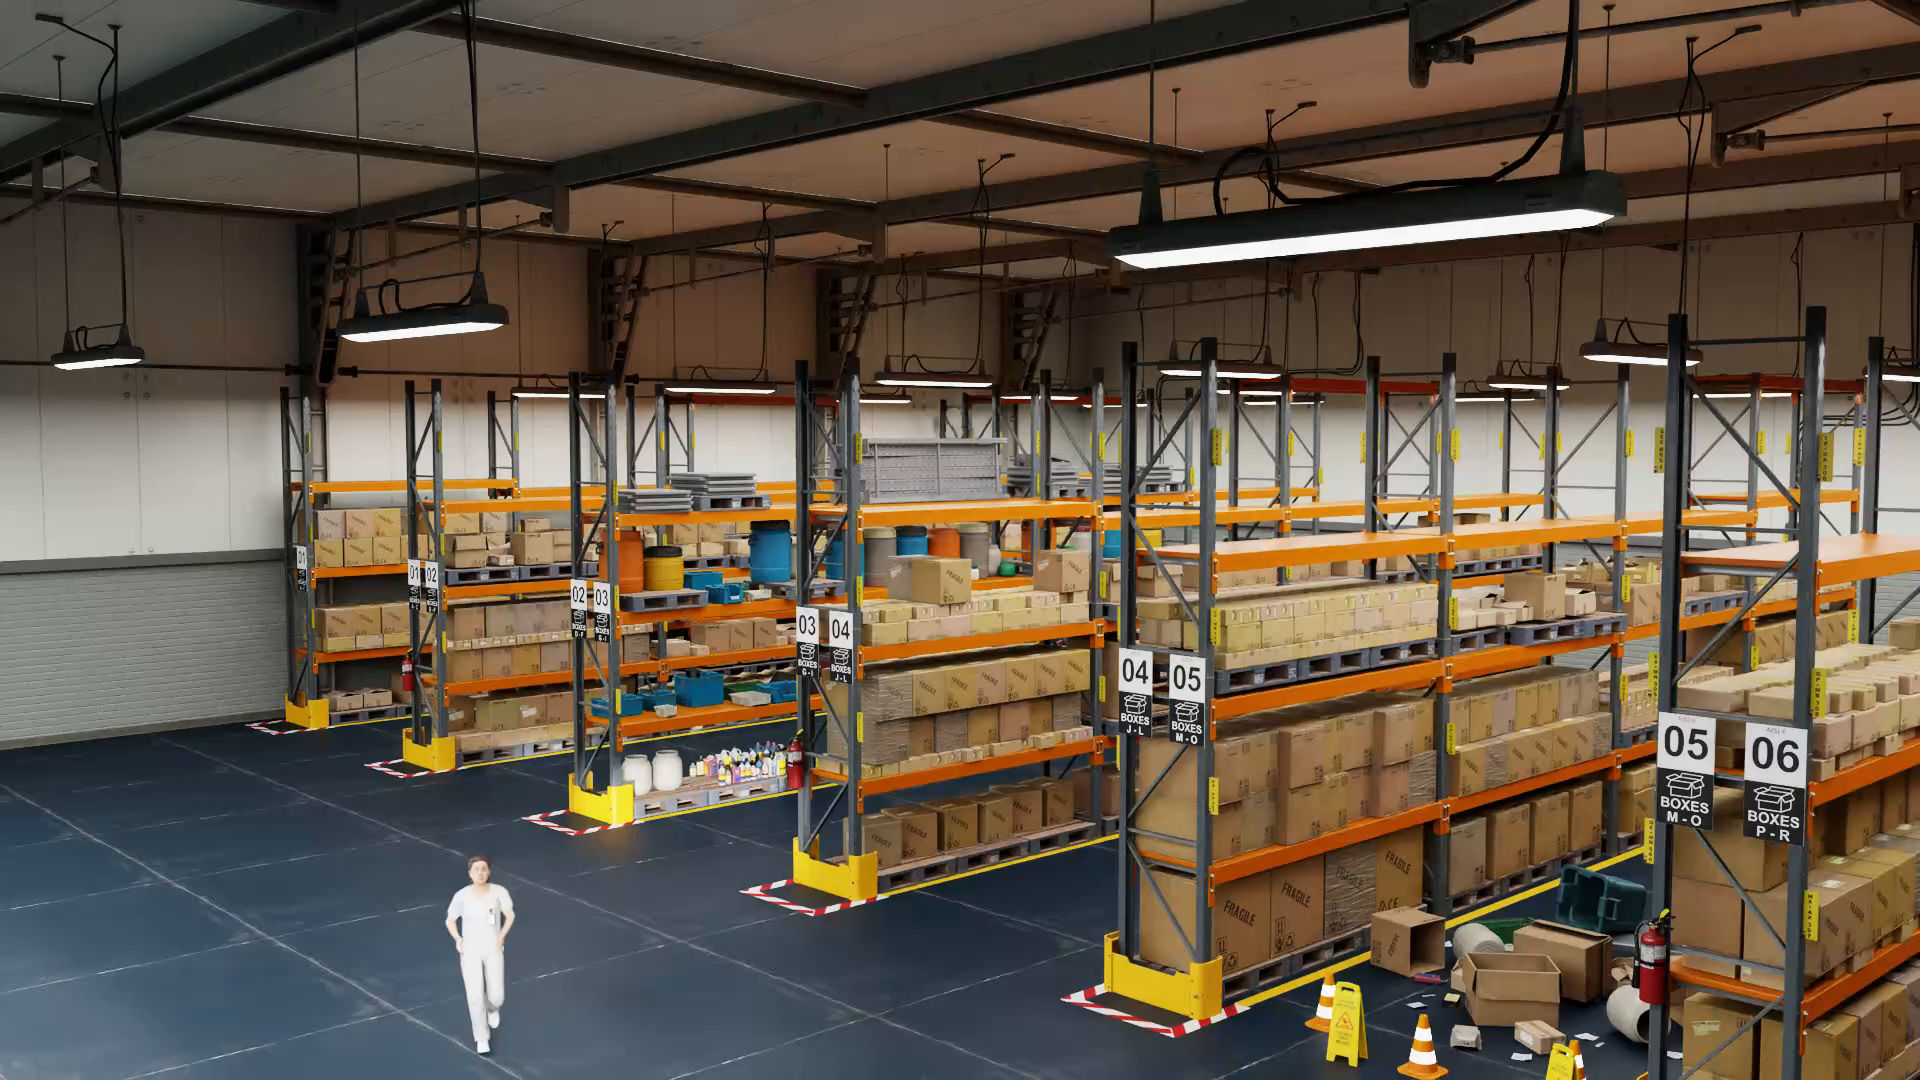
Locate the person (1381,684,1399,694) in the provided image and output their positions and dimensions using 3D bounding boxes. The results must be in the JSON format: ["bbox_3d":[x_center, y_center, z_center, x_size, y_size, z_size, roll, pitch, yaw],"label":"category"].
[{"bbox_3d":[6.092,2.765,23.483,0.623,1.790,0.924,3,5,42],"label":"person"}]

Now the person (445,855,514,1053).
[{"bbox_3d":[-4.039,3.454,14.014,0.561,1.617,0.594,-1,4,-17],"label":"person"}]
